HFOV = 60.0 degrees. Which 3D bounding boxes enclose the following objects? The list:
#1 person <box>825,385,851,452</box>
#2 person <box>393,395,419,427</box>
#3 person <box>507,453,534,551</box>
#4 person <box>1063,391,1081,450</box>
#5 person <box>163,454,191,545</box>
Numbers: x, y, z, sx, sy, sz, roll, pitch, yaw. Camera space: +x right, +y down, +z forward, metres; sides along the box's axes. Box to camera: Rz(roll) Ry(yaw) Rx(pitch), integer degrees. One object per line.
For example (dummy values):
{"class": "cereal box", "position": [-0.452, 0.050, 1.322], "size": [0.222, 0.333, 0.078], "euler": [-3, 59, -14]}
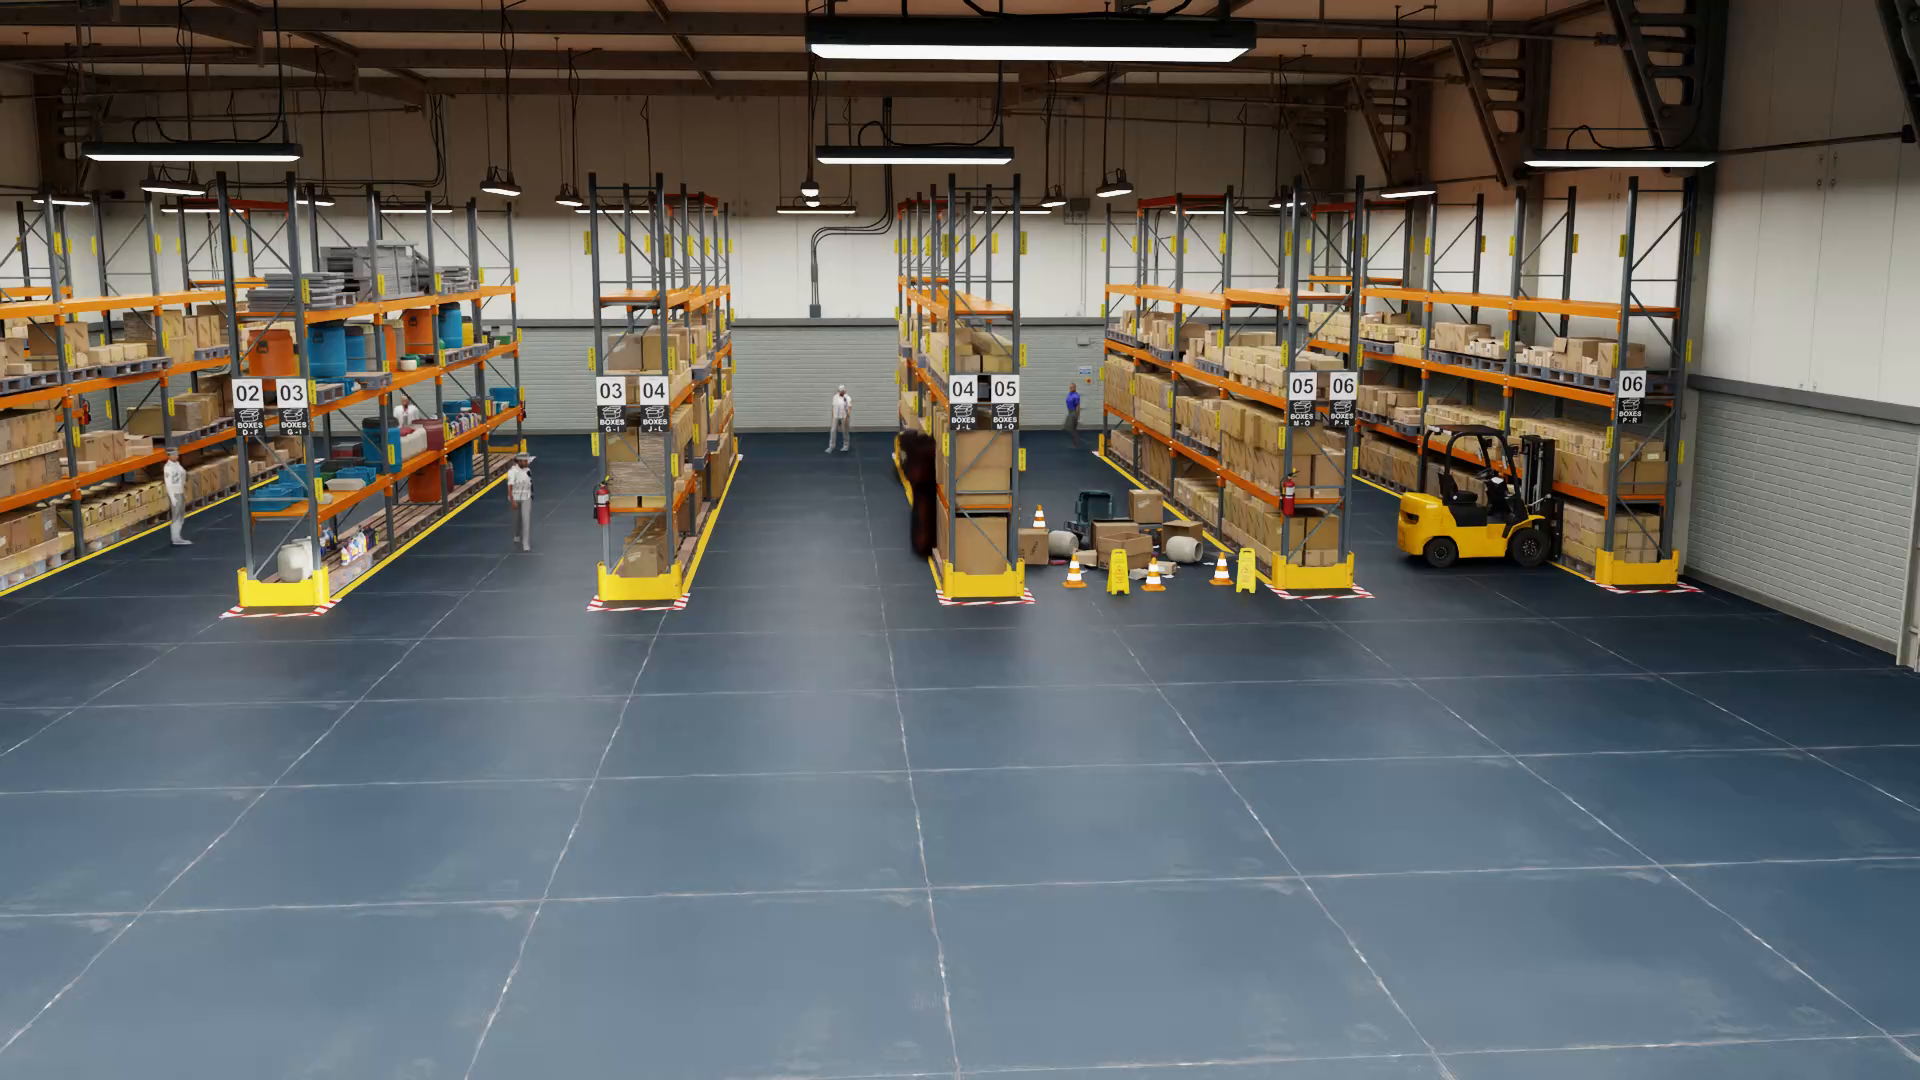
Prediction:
{"class": "person", "position": [-2.947, -2.987, 40.782], "size": [0.503, 1.639, 0.760], "euler": [5, 11, 26]}
{"class": "person", "position": [-12.359, -2.368, 37.013], "size": [0.543, 1.736, 1.038], "euler": [0, 10, 2]}
{"class": "person", "position": [-7.341, -0.664, 27.829], "size": [0.412, 1.615, 0.964], "euler": [-2, 10, -10]}
{"class": "person", "position": [2.797, -2.977, 41.268], "size": [0.444, 1.462, 0.418], "euler": [-1, 10, -6]}
{"class": "person", "position": [-13.240, -0.734, 28.158], "size": [0.357, 1.699, 0.498], "euler": [-3, 10, -17]}
